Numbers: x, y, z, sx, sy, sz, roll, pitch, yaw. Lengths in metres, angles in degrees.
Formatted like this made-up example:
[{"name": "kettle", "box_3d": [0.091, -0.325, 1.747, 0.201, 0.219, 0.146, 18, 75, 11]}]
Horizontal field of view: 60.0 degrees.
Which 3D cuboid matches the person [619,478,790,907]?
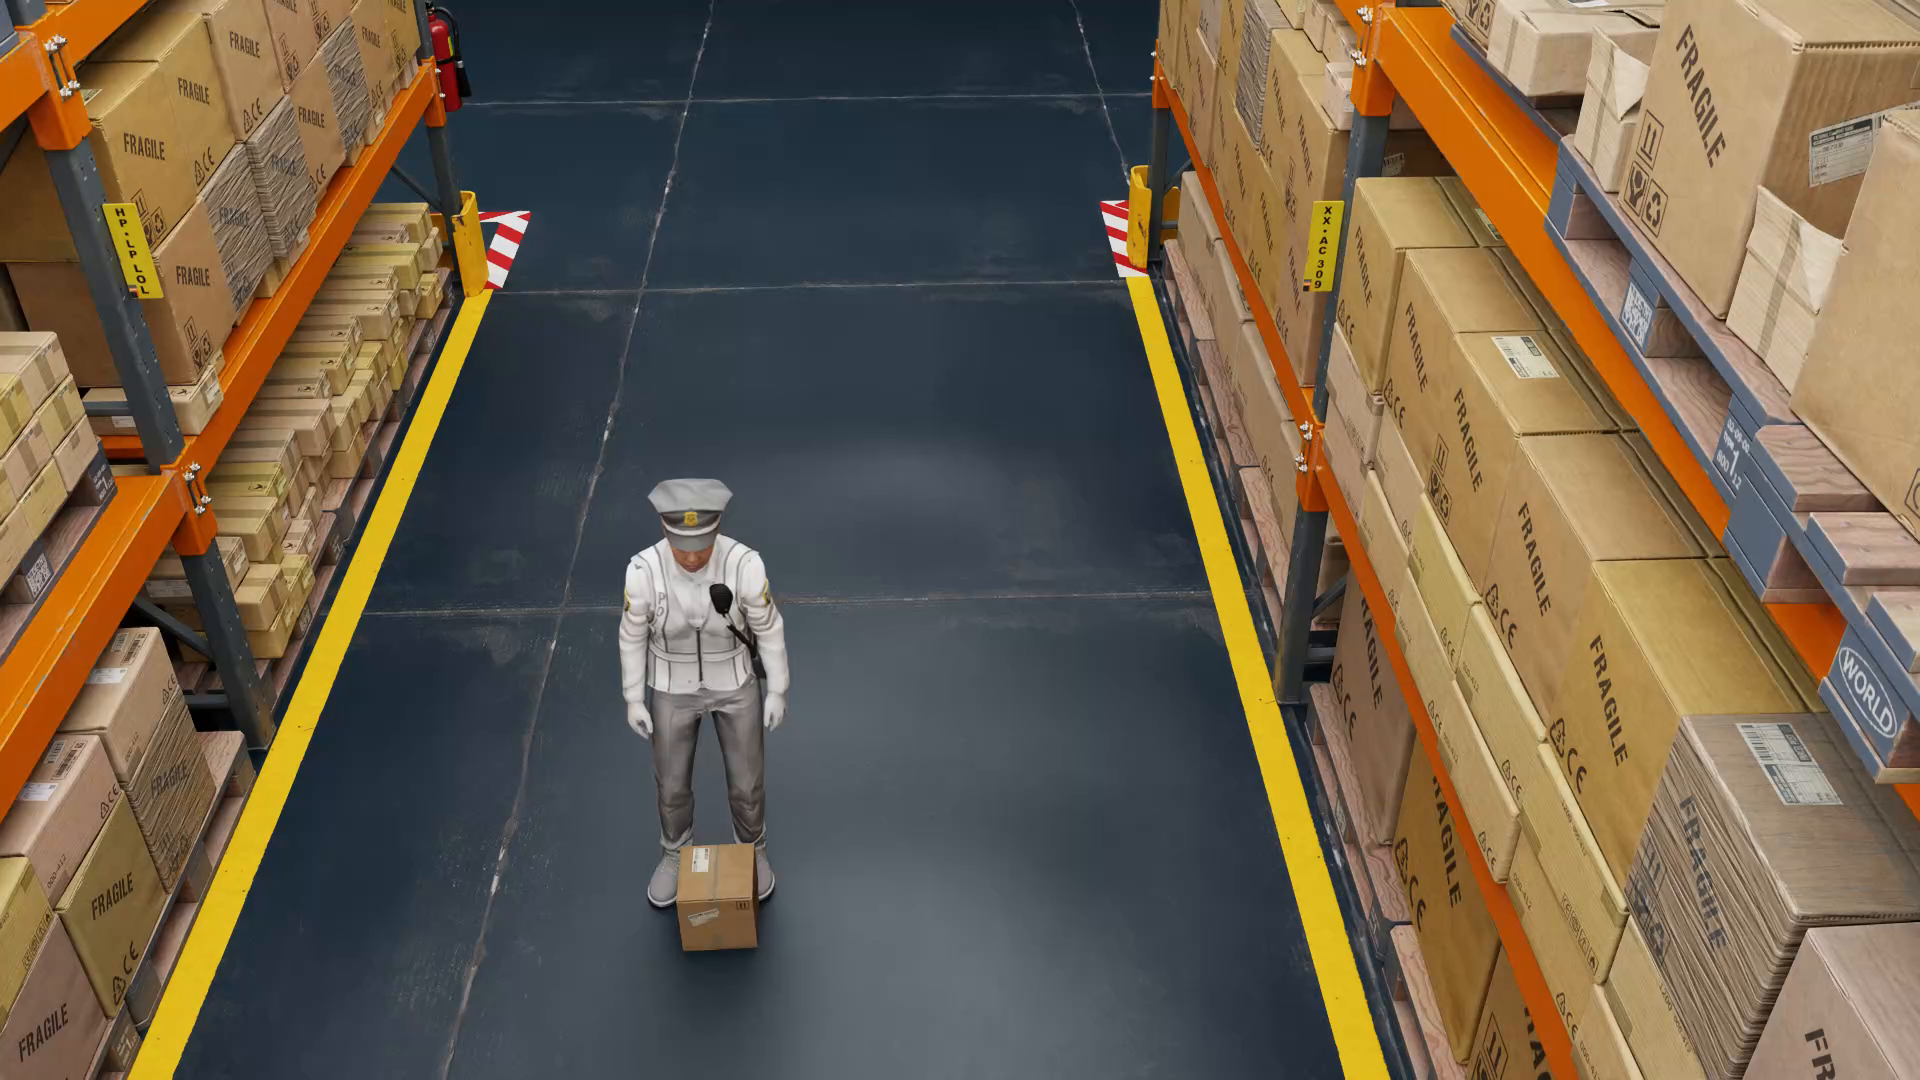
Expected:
[{"name": "person", "box_3d": [-0.829, 0.498, 5.440, 0.546, 1.667, 0.368, -3, 36, -5]}]
